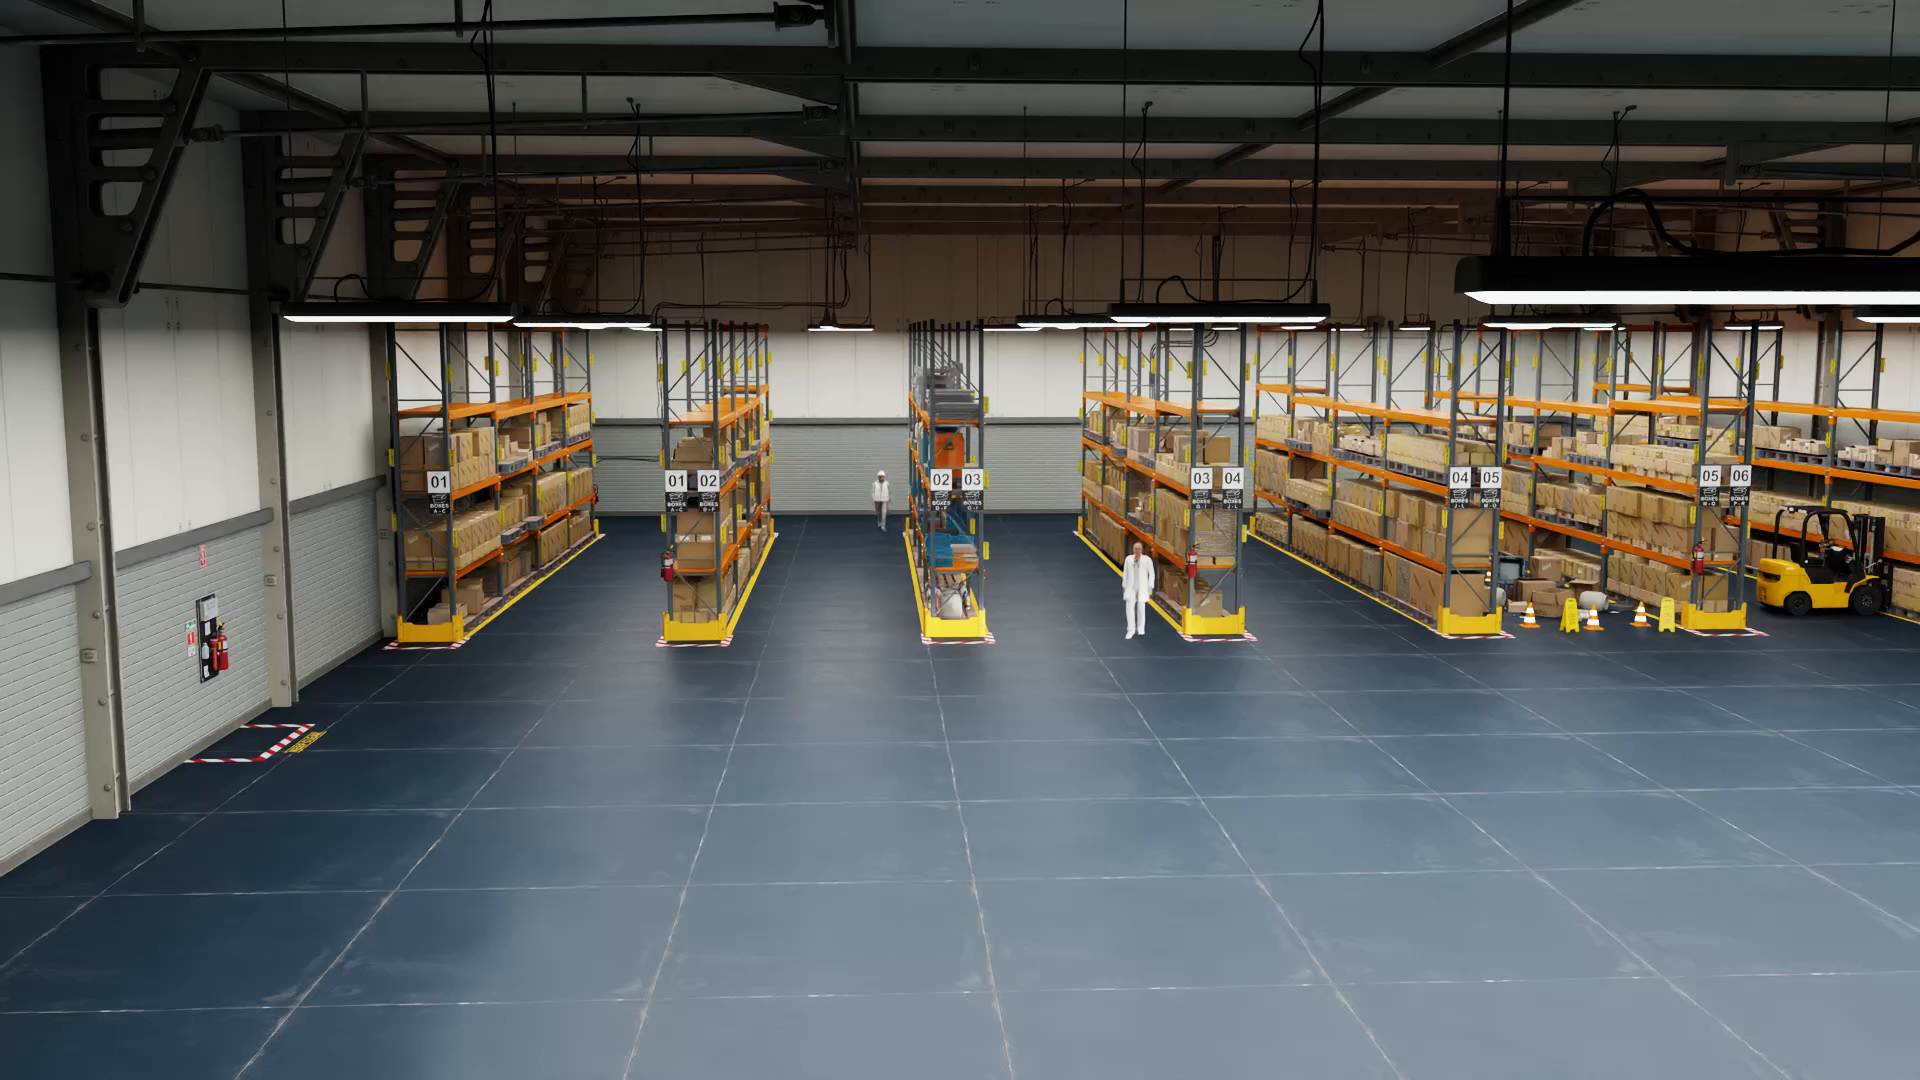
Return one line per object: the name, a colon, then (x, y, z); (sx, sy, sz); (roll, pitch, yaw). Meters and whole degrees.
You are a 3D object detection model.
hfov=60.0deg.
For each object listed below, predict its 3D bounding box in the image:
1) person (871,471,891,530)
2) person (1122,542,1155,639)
person: (-2.327, -1.176, 48.814); (0.558, 1.715, 1.076); (1, 7, 6)
person: (3.381, 1.008, 31.629); (0.640, 1.701, 0.666); (2, 7, 15)
